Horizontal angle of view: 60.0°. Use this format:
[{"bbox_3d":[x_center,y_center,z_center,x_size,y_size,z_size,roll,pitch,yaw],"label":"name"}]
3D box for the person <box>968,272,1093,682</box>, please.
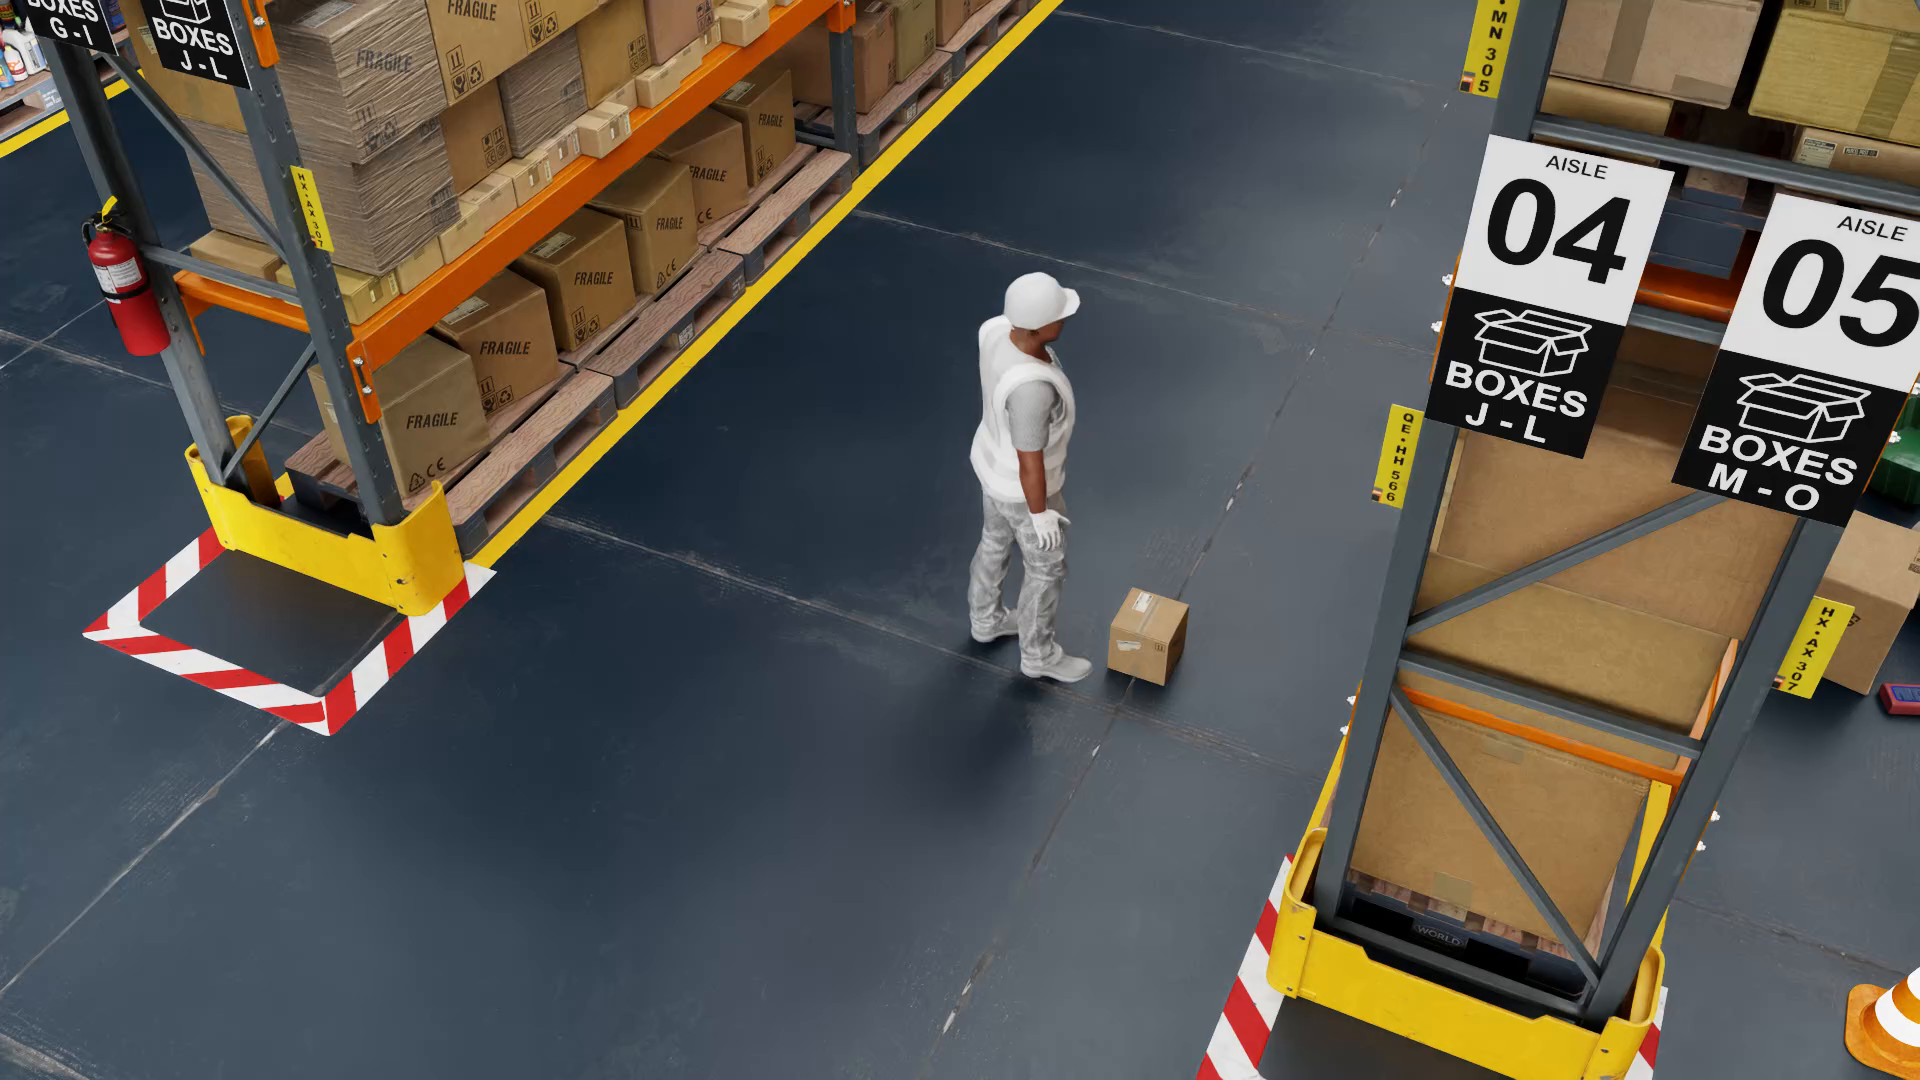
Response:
[{"bbox_3d":[0.267,-0.258,6.440,0.438,1.810,0.650,-11,43,-12],"label":"person"}]
